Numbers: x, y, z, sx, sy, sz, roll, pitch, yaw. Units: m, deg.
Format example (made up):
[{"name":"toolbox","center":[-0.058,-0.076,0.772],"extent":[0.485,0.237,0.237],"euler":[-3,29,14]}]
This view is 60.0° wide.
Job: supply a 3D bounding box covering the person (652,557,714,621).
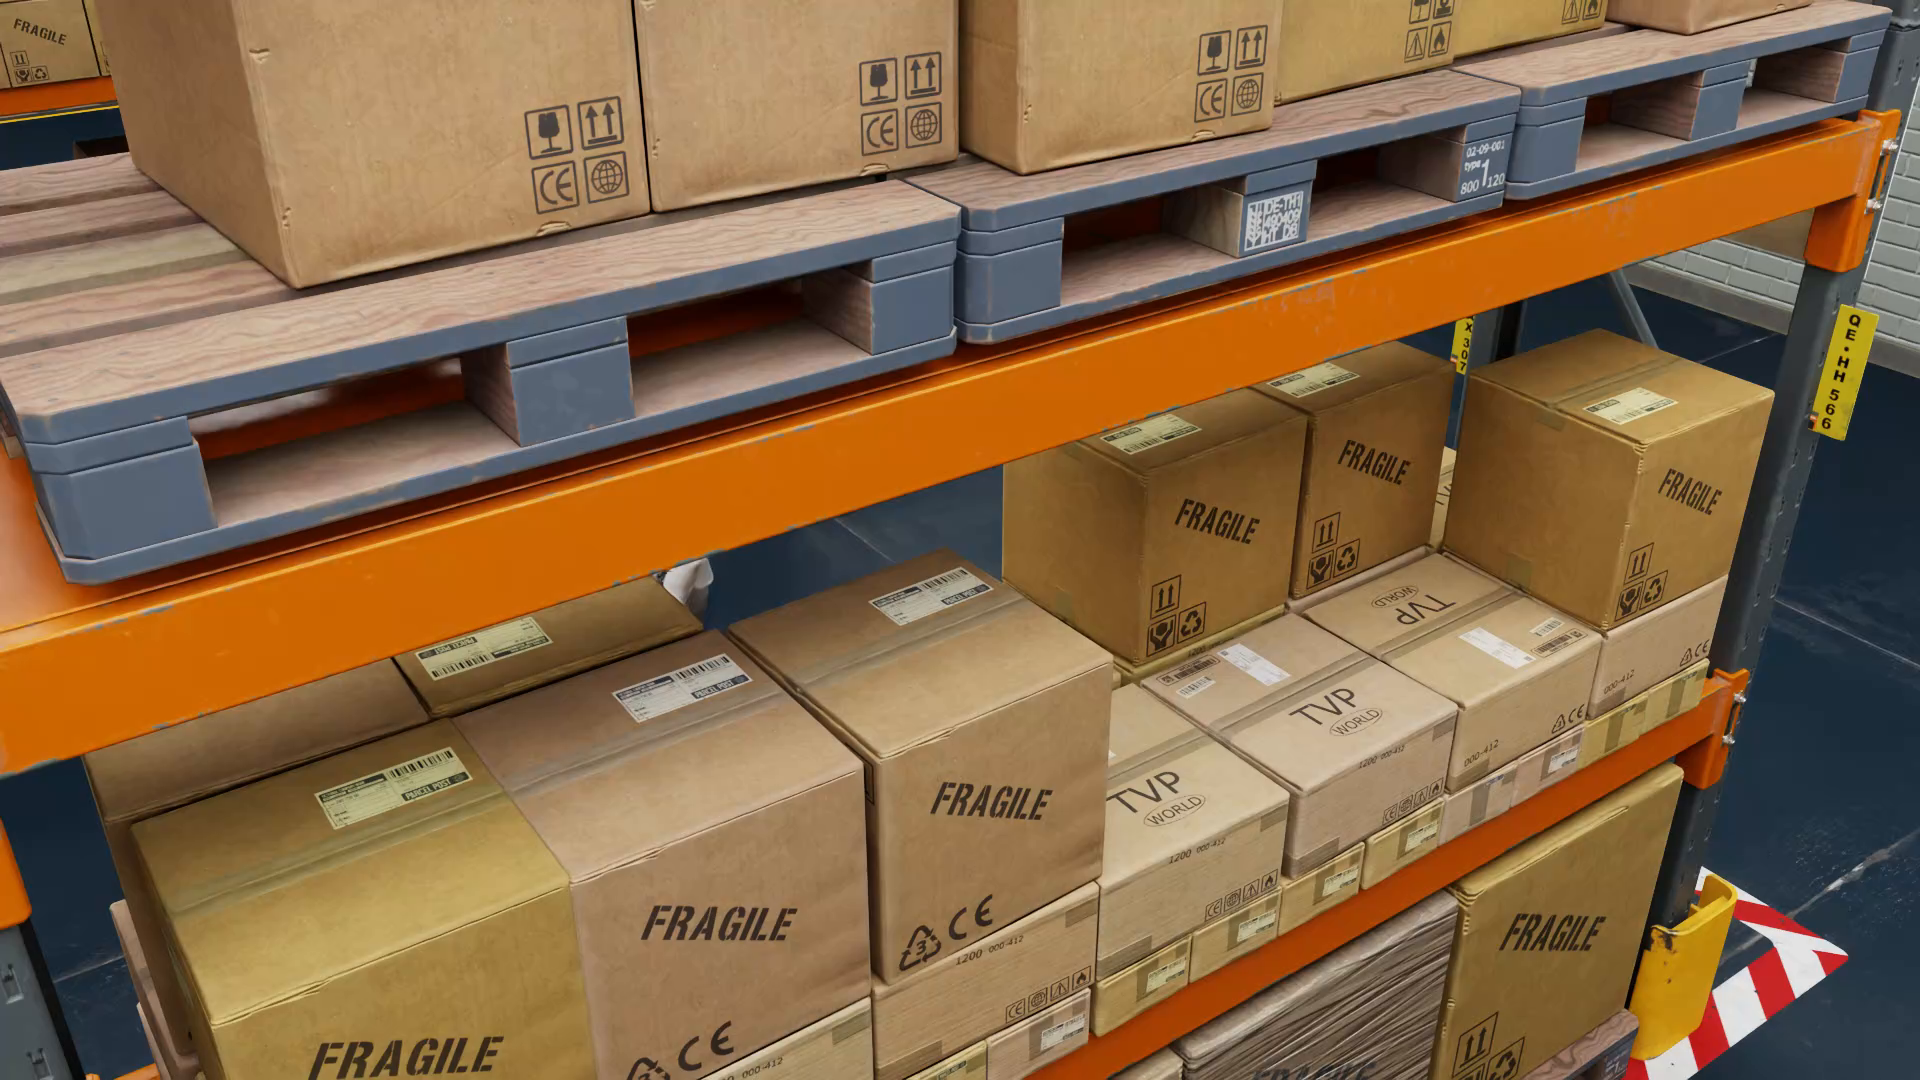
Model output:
[{"name":"person","center":[-1.057,0.171,5.746],"extent":[0.572,1.685,0.533],"euler":[-12,31,-21]}]
